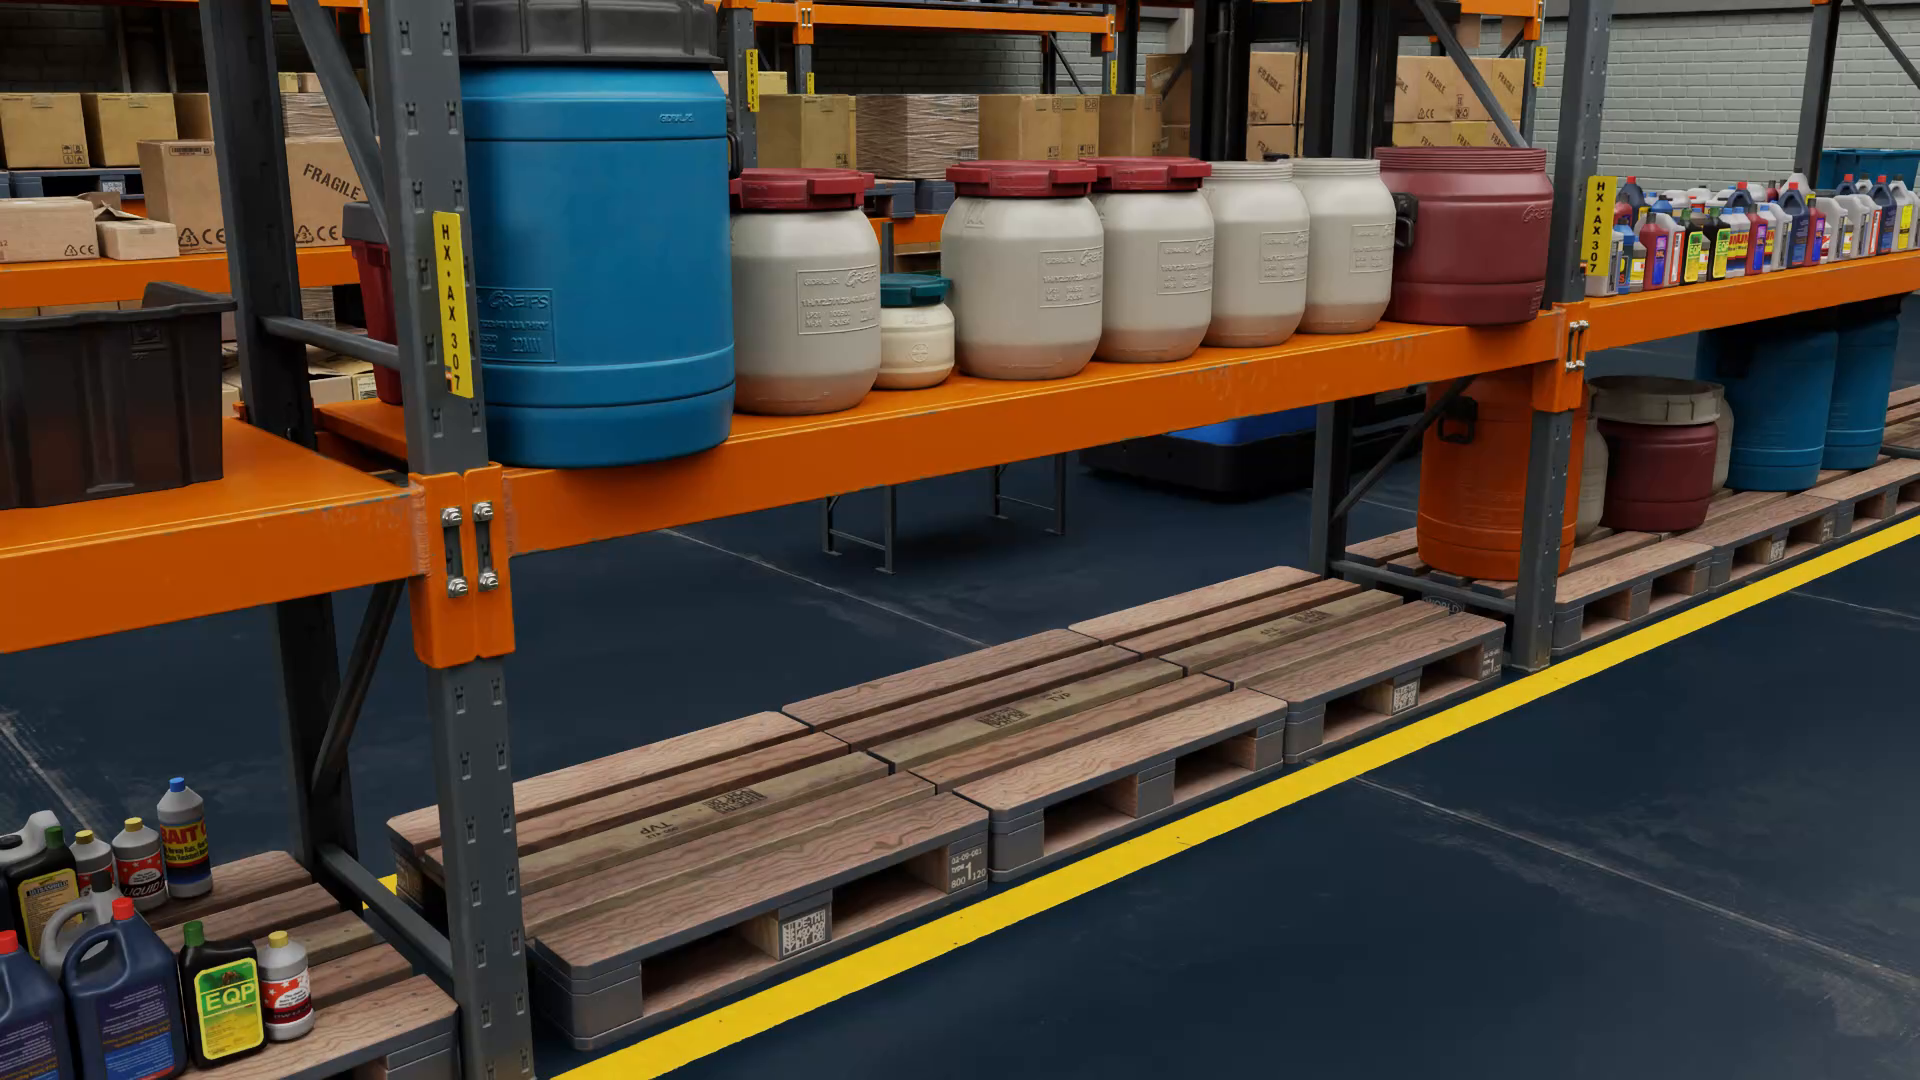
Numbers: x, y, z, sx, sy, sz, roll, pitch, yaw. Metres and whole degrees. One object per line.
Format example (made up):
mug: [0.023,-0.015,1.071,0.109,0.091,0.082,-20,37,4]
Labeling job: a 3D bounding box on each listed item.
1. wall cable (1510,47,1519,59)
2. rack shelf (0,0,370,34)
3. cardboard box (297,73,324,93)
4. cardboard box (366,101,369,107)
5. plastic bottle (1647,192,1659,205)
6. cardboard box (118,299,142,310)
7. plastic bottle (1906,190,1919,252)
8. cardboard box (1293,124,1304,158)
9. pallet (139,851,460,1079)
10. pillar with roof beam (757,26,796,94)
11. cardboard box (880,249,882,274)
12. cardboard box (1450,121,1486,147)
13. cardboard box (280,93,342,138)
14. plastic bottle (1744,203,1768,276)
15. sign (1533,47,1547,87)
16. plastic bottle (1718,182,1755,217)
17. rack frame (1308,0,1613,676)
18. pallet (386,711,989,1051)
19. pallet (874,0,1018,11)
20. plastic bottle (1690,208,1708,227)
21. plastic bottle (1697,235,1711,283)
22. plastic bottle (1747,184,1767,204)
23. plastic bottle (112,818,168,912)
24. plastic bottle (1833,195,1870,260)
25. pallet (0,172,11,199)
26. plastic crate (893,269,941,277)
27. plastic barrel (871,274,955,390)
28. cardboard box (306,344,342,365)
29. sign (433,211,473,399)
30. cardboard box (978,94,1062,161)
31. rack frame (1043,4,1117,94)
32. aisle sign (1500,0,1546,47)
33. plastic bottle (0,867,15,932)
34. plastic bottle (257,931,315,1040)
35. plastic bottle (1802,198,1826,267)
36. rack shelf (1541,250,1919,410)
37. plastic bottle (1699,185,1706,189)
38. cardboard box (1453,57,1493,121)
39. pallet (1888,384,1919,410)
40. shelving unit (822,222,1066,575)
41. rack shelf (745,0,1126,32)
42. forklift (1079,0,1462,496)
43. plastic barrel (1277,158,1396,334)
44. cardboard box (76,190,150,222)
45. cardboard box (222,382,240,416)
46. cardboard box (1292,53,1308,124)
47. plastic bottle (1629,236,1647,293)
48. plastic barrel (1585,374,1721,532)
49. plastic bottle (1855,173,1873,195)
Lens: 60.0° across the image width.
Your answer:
wall cable: [5.791,-6.644,21.201,0.112,2.526,3.097,-13,19,-39]
rack shelf: [-6.254,-3.764,11.612,4.000,0.370,1.077,-13,19,-39]
cardboard box: [-4.986,-3.512,12.781,0.380,0.149,0.250,13,20,40]
cardboard box: [-4.562,-3.335,13.612,0.500,0.500,0.500,-12,19,-39]
plastic bottle: [3.198,-1.474,7.704,0.097,0.271,0.097,0,15,0]
cardboard box: [-6.075,-1.720,12.368,0.500,0.500,0.700,-13,20,-40]
plastic bottle: [4.415,-1.499,7.790,0.135,0.276,0.152,-13,19,-39]
cardboard box: [2.475,-2.884,12.542,0.500,0.500,0.500,-12,19,-38]
pallet: [-1.793,1.058,3.382,1.213,0.211,1.003,-13,19,-39]
pillar with roof beam: [1.059,-6.026,12.874,0.400,9.000,9.100,-13,19,-39]
cardboard box: [-1.096,-2.781,16.379,0.500,0.500,0.700,-12,19,-39]
cardboard box: [3.996,-3.224,13.813,0.500,0.500,0.500,-12,19,-39]
cardboard box: [-5.093,-3.181,12.800,0.700,0.500,0.500,13,20,40]
plastic bottle: [3.199,-1.214,6.708,0.133,0.283,0.061,-13,19,-39]
sign: [4.894,-3.994,14.033,0.005,0.325,0.100,-13,19,-39]
plastic bottle: [3.265,-1.327,7.003,0.185,0.351,0.144,-13,19,-39]
rack frame: [1.758,-1.073,5.954,0.127,3.000,1.000,-13,19,-39]
pallet: [-0.692,0.811,4.303,1.213,0.211,1.003,-13,19,-39]
pallet: [-0.184,-5.428,16.617,1.213,0.211,1.003,-13,19,-39]
plastic bottle: [3.399,-1.433,7.687,0.097,0.201,0.097,0,15,0]
plastic bottle: [2.852,-1.103,6.450,0.097,0.201,0.097,0,15,0]
plastic bottle: [3.900,-1.624,8.259,0.135,0.276,0.152,-13,19,-39]
plastic bottle: [-1.864,0.730,3.775,0.097,0.201,0.097,0,15,0]
plastic bottle: [3.933,-1.391,7.384,0.135,0.276,0.152,-13,19,-39]
pallet: [-7.091,-2.332,11.041,1.213,0.211,1.003,-13,19,-39]
plastic crate: [-0.131,-0.643,4.755,0.662,0.188,0.450,-13,19,-39]
plastic barrel: [-0.160,-0.523,4.163,0.301,0.262,0.301,0,15,0]
cardboard box: [-3.243,-0.888,8.689,0.500,0.311,0.500,-13,20,-40]
sign: [-0.906,-0.420,2.974,0.005,0.325,0.100,-13,19,-39]
cardboard box: [0.235,-2.655,10.871,0.700,0.500,0.500,10,18,33]
rack frame: [1.290,-4.357,18.248,0.127,3.000,1.000,-13,19,-39]
aisle sign: [4.797,-4.601,14.125,0.004,0.787,0.394,-13,19,-39]
plastic bottle: [-2.046,0.756,3.388,0.185,0.351,0.144,-13,19,-39]
plastic bottle: [-1.328,0.866,3.264,0.097,0.201,0.097,0,15,0]
plastic bottle: [3.614,-1.307,7.056,0.133,0.283,0.061,-13,19,-39]
rack shelf: [3.267,-1.064,7.315,4.000,0.370,1.077,-13,19,-39]
plastic bottle: [3.549,-1.565,8.021,0.133,0.283,0.061,-13,19,-39]
cardboard box: [4.009,-3.710,13.695,0.500,0.500,0.500,-12,19,-38]
pallet: [6.226,-0.743,10.123,1.213,0.211,1.003,-13,19,-39]
shelving unit: [-0.064,-0.710,7.502,1.048,1.500,0.538,-13,19,-39]
rack shelf: [0.018,-3.478,10.541,4.000,0.370,1.077,-13,19,-39]
forklift: [2.040,-1.949,9.366,1.130,2.935,3.031,14,21,43]
plastic barrel: [1.122,-0.911,5.132,0.421,0.512,0.421,0,15,0]
cardboard box: [-3.965,-1.480,7.739,0.258,0.266,0.396,-13,20,-41]
cardboard box: [-3.652,-0.611,7.652,0.500,0.311,0.500,-13,20,-40]
cardboard box: [2.456,-3.359,12.383,0.500,0.500,0.500,-13,20,-41]
plastic bottle: [2.476,-1.018,6.134,0.097,0.201,0.097,0,15,0]
plastic barrel: [2.968,-0.388,7.250,0.708,0.588,0.600,-13,19,-39]
plastic bottle: [4.203,-1.535,7.781,0.185,0.351,0.144,-13,19,-39]
